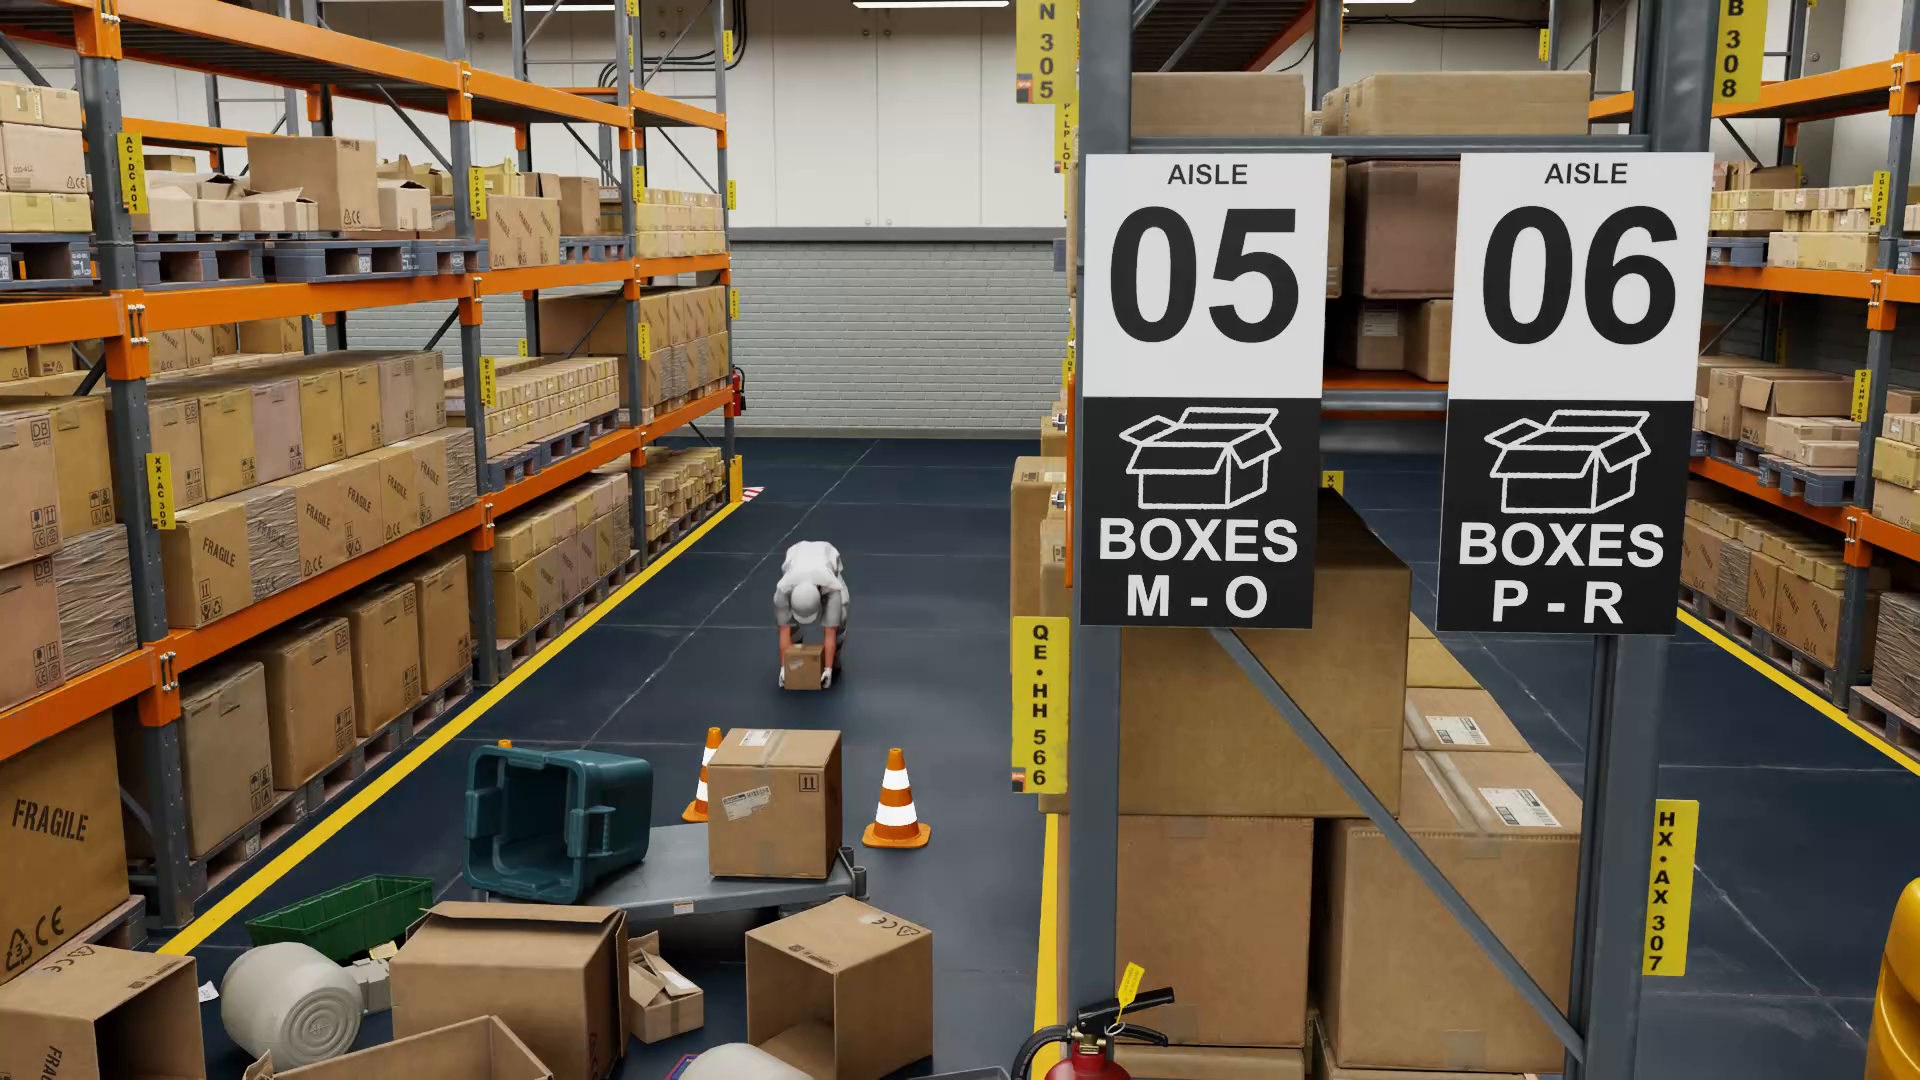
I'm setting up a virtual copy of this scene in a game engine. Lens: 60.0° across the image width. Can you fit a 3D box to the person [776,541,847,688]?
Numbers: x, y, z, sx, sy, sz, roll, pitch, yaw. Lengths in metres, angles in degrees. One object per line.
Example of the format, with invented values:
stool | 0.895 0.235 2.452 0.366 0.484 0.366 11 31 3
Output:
person | -14.040 1.853 4.418 26.103 0.914 16.224 0 11 1
